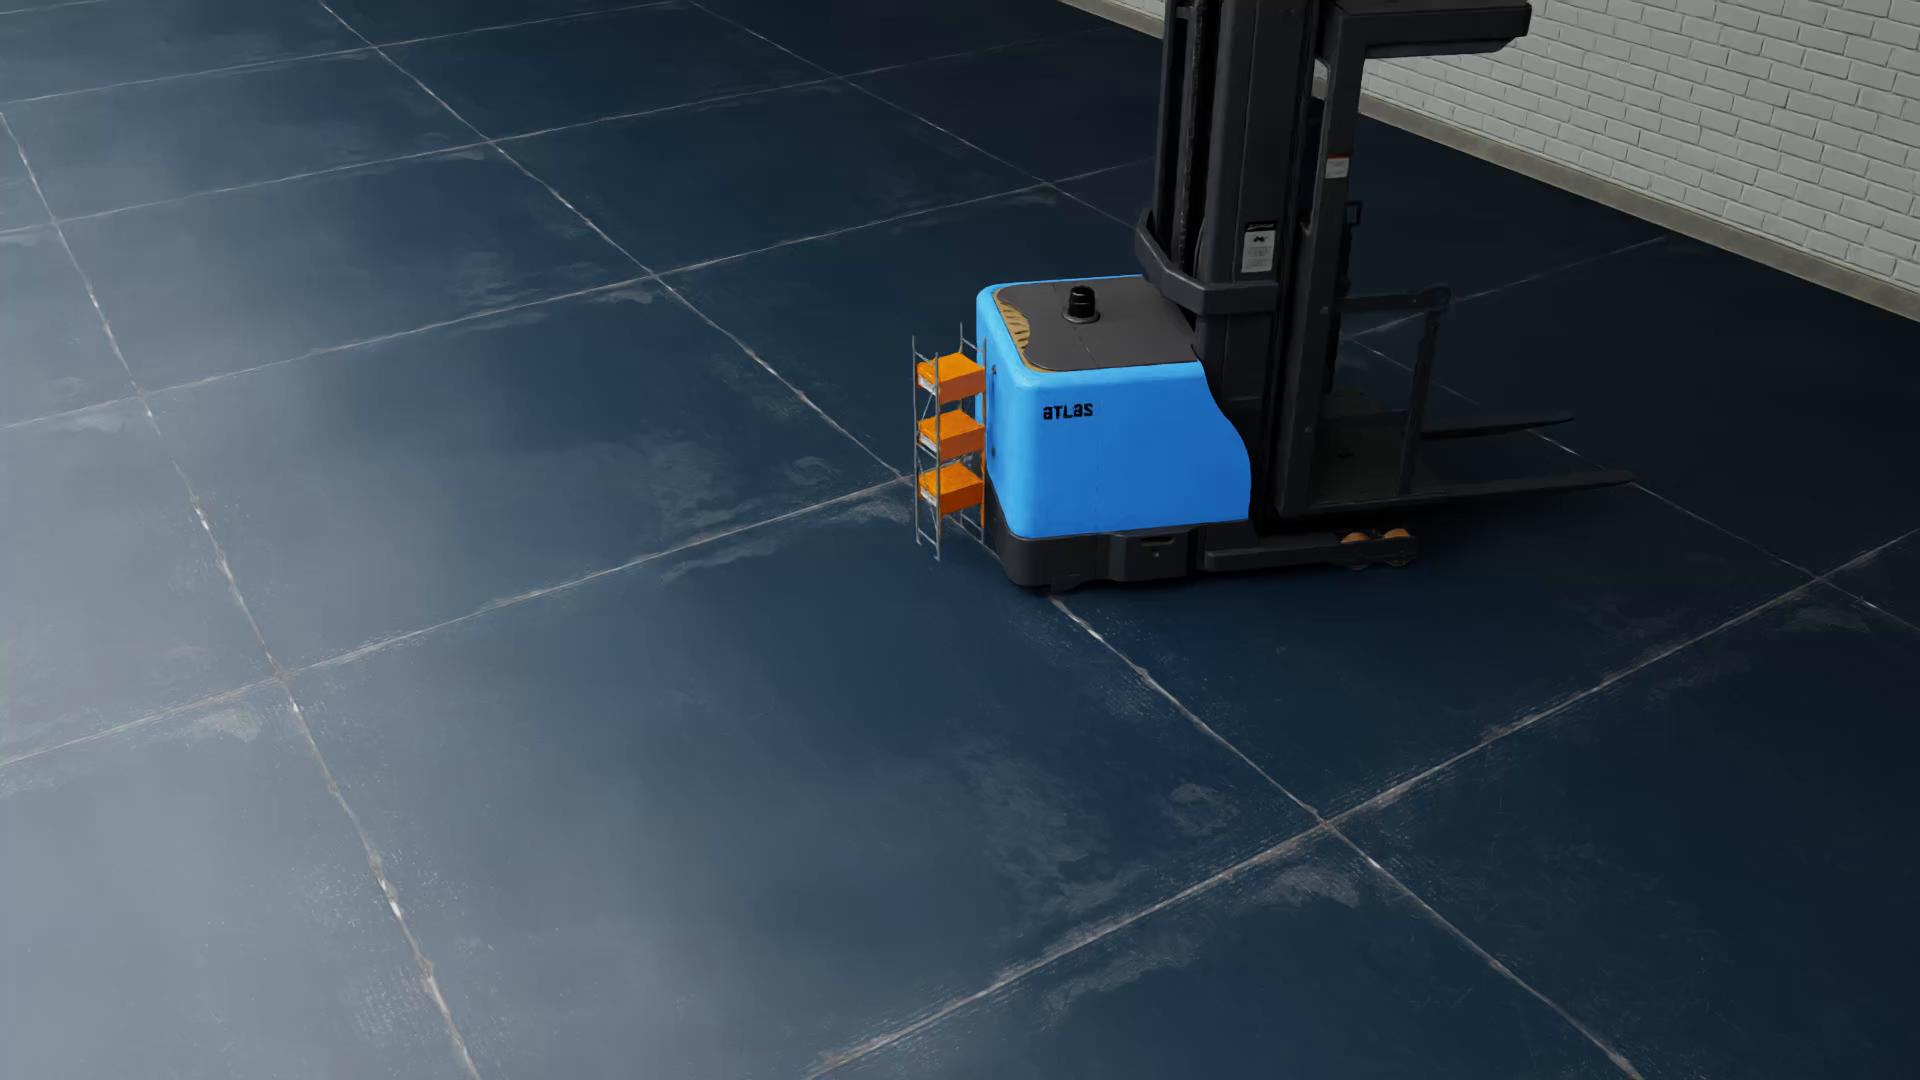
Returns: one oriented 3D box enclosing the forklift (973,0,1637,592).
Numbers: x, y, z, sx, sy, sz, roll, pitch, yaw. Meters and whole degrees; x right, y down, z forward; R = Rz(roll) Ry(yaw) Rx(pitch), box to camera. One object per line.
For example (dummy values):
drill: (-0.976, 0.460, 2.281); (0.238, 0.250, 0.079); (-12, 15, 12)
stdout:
forklift: (1.627, -1.378, 7.188); (3.031, 2.935, 1.130); (-5, 33, -8)

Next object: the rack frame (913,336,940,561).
rack frame: (-0.148, -0.393, 7.389); (0.008, 1.050, 0.200); (-19, 37, -27)

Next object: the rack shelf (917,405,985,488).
rack shelf: (-0.045, -0.420, 7.451); (0.240, 0.259, 0.215); (-19, 37, -27)

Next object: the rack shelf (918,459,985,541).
rack shelf: (-0.045, -0.185, 7.599); (0.240, 0.259, 0.215); (-19, 37, -27)

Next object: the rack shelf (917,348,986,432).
rack shelf: (-0.045, -0.660, 7.300); (0.240, 0.259, 0.215); (-19, 37, -27)

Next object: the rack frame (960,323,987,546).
rack frame: (0.058, -0.464, 7.501); (0.008, 1.050, 0.200); (-19, 37, -27)

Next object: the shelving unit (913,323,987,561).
shelving unit: (-0.045, -0.429, 7.445); (0.252, 1.050, 0.215); (-19, 37, -27)
